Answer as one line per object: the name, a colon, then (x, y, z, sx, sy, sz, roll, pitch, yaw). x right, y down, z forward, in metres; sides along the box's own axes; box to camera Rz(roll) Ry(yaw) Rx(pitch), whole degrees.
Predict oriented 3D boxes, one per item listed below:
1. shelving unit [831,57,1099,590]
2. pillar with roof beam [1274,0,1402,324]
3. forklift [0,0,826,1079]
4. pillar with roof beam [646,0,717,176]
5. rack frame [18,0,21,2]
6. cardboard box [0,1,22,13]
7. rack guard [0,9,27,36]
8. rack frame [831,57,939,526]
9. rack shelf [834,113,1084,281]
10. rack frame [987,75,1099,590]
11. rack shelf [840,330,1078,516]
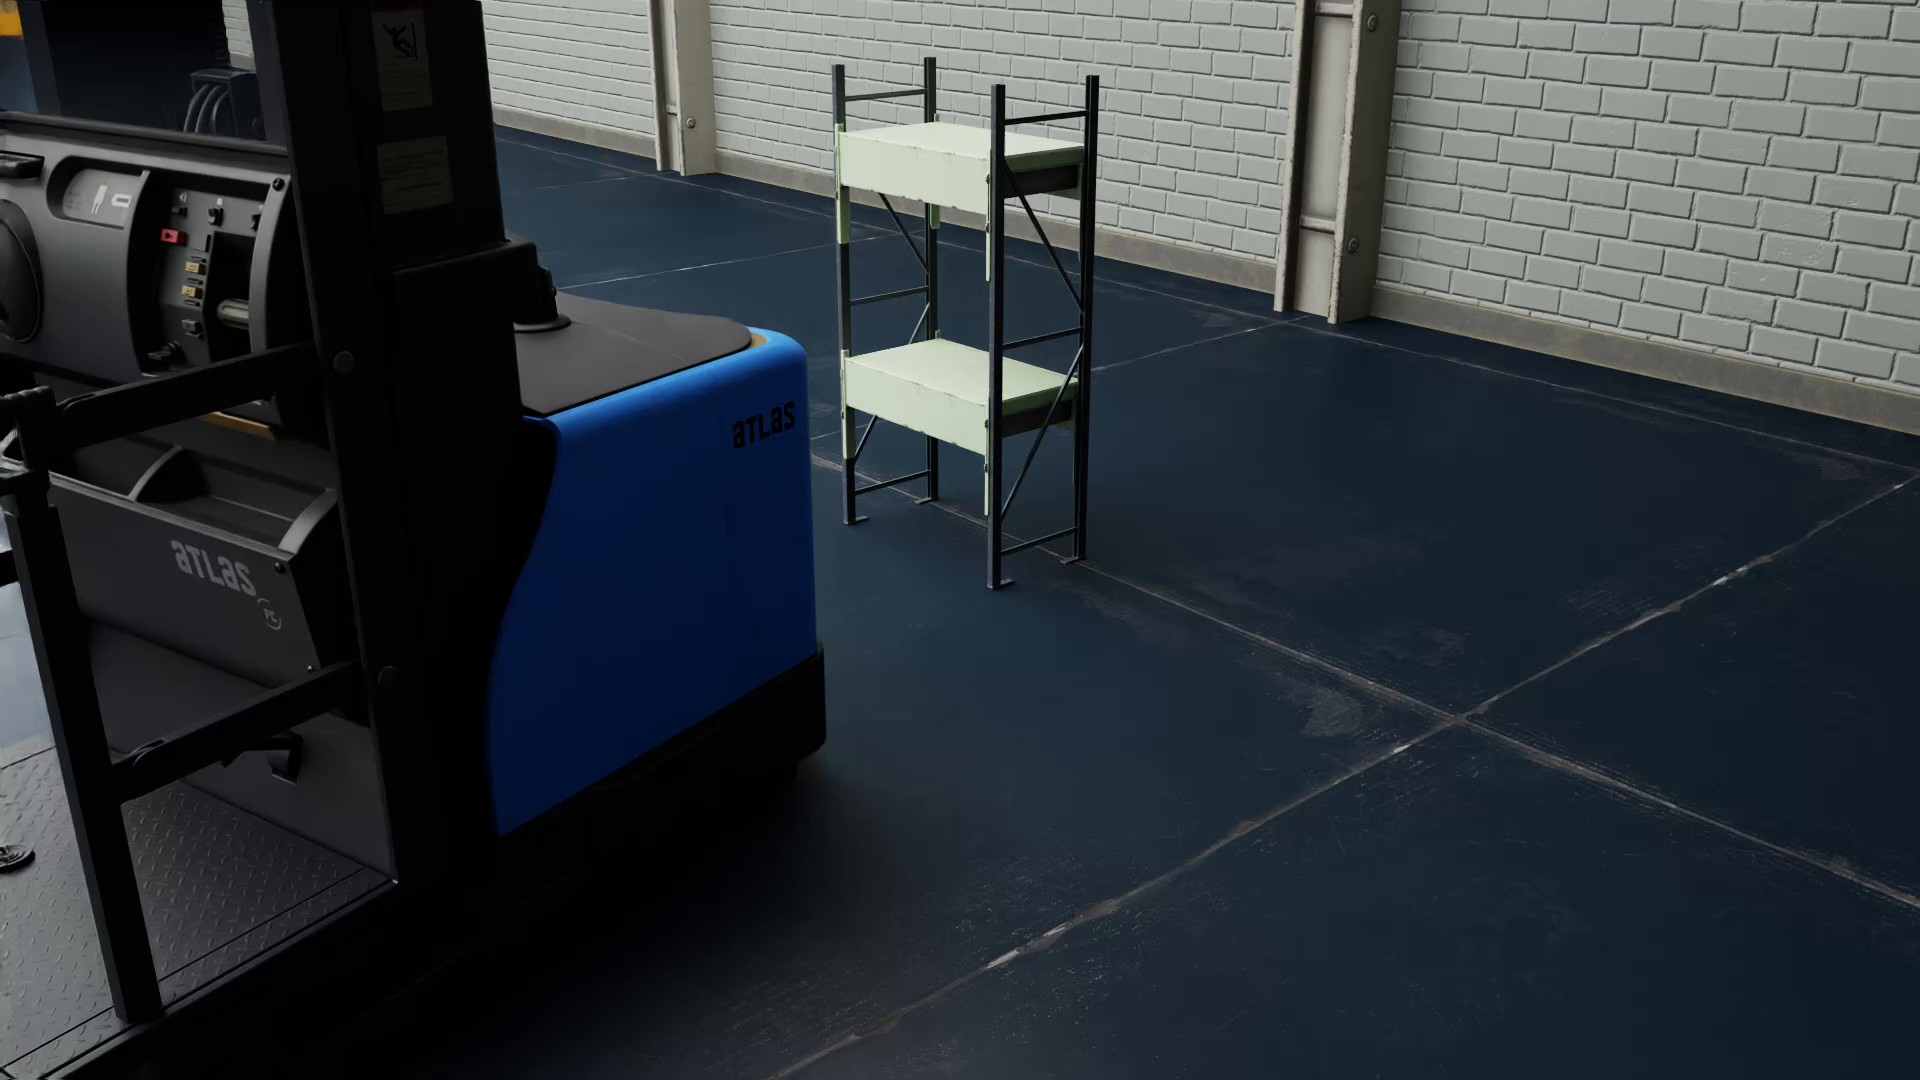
shelving unit: (0.004, -0.697, 5.206, 0.431, 1.500, 0.755, -17, 27, -37)
pillar with roof beam: (-1.419, -4.322, 4.179, 9.100, 9.000, 0.400, -17, 27, -37)
forklift: (-1.555, -0.470, 2.664, 1.130, 2.935, 3.031, 13, 25, 31)
pillar with roof beam: (-5.336, -5.979, 8.411, 9.100, 9.000, 0.400, -17, 27, -37)
rack frame: (-14.052, -8.777, 23.780, 1.000, 3.000, 0.127, -17, 27, -37)
cardboard box: (-14.224, -7.874, 24.670, 0.500, 0.250, 0.500, -17, 27, -37)
rack guard: (-14.036, -7.606, 24.219, 1.175, 0.500, 0.348, -17, 27, -37)
rack frame: (-0.235, -0.798, 5.464, 0.400, 1.500, 0.023, -17, 27, -37)
rack shelf: (0.004, -1.060, 5.063, 0.431, 0.370, 0.720, -17, 27, -37)
rack frame: (0.243, -0.595, 4.948, 0.400, 1.500, 0.023, -17, 27, -37)
rack shelf: (0.004, -0.393, 5.325, 0.431, 0.370, 0.720, -17, 27, -37)
